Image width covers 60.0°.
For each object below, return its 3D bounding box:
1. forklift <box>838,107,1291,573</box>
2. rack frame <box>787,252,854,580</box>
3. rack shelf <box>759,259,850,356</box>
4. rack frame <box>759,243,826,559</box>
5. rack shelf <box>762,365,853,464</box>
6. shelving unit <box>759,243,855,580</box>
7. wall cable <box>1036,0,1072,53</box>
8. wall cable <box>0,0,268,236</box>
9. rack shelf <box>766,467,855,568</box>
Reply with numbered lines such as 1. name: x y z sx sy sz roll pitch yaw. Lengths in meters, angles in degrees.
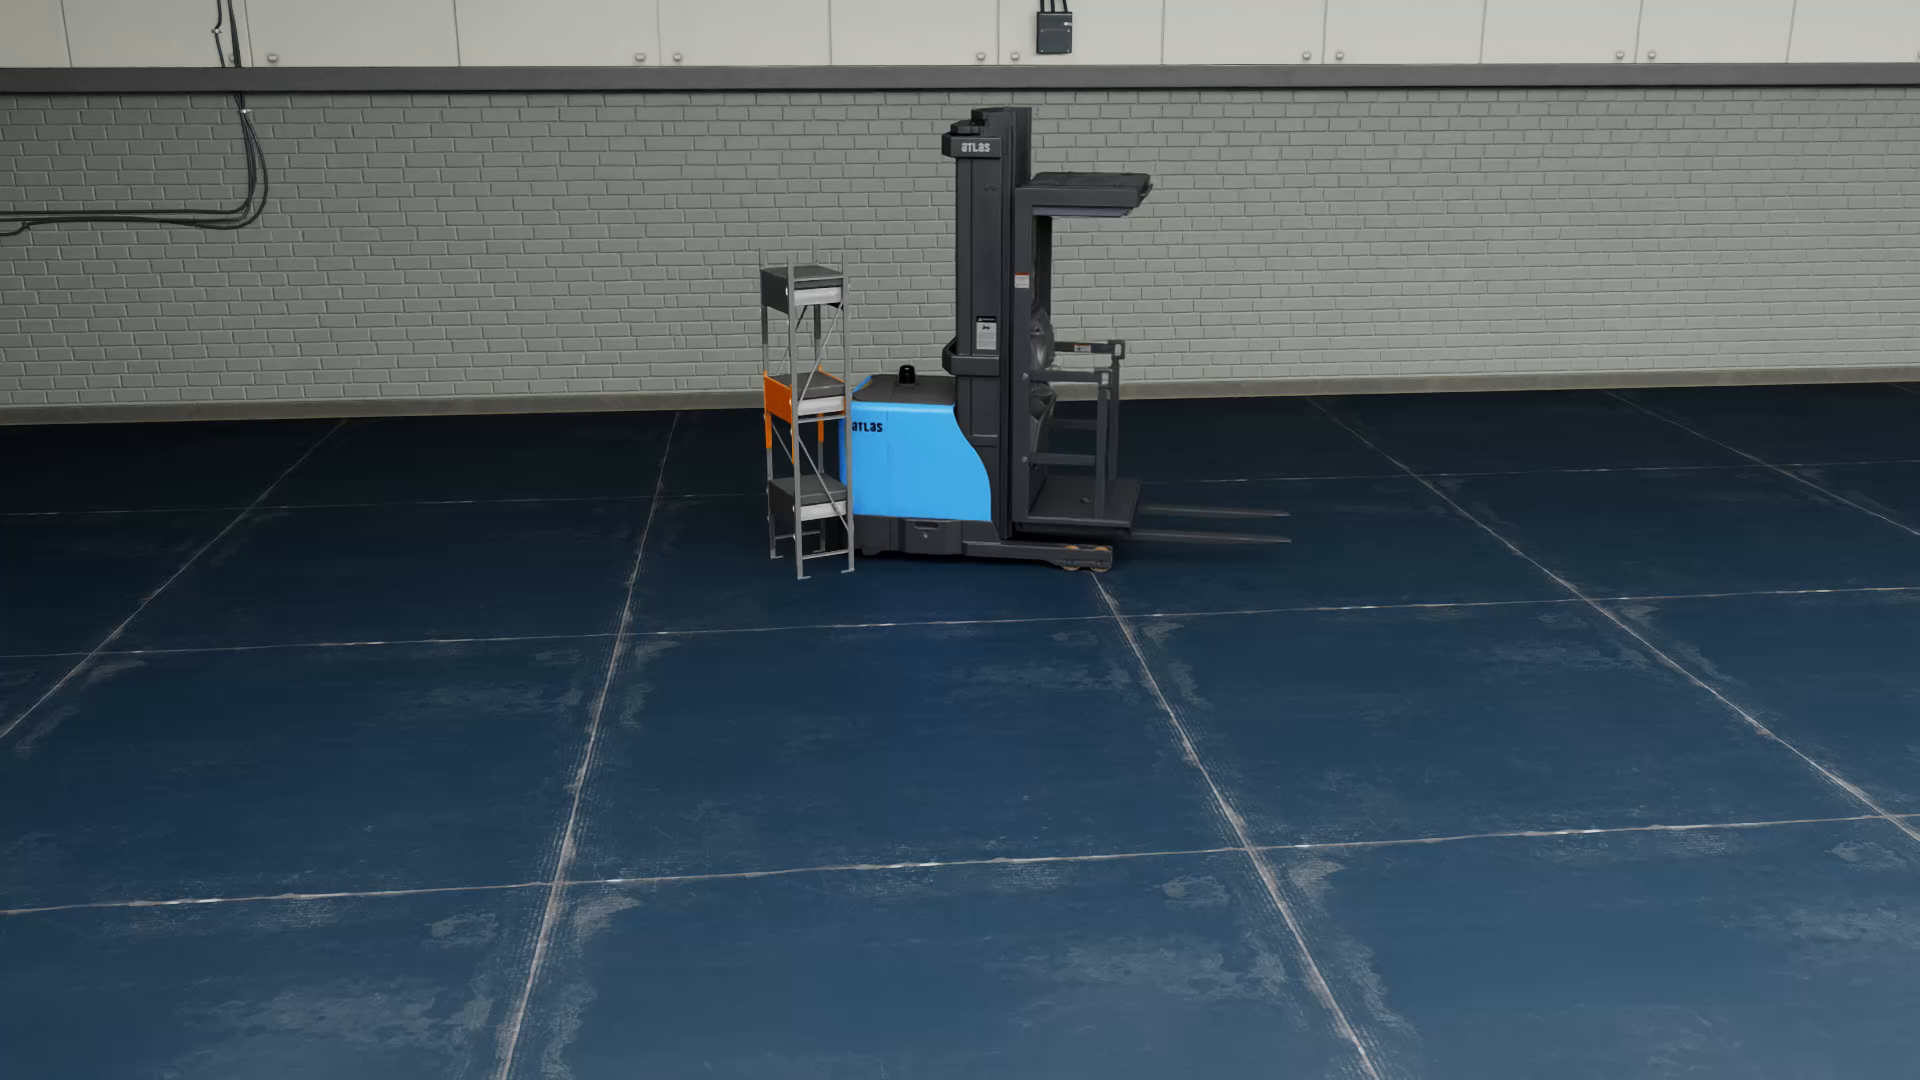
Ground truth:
1. forklift: 0.739 -1.354 11.097 3.031 2.935 1.130 3 18 9
2. rack frame: -0.883 -0.770 10.624 0.400 2.100 0.015 -9 19 -26
3. rack shelf: -0.994 -1.490 10.626 0.431 0.518 0.480 -9 19 -26
4. rack frame: -1.106 -0.900 11.038 0.400 2.100 0.015 -9 19 -26
5. rack shelf: -0.994 -0.822 10.836 0.431 0.518 0.480 -9 19 -26
6. shelving unit: -0.994 -0.835 10.831 0.431 2.100 0.503 -9 19 -26
7. wall cable: 1.841 -7.260 14.102 2.305 6.003 0.169 -2 18 -6
8. wall cable: -7.604 -3.868 14.157 3.097 2.526 0.112 -2 18 -6
9. rack shelf: -0.994 -0.154 11.045 0.431 0.518 0.480 -9 19 -26
